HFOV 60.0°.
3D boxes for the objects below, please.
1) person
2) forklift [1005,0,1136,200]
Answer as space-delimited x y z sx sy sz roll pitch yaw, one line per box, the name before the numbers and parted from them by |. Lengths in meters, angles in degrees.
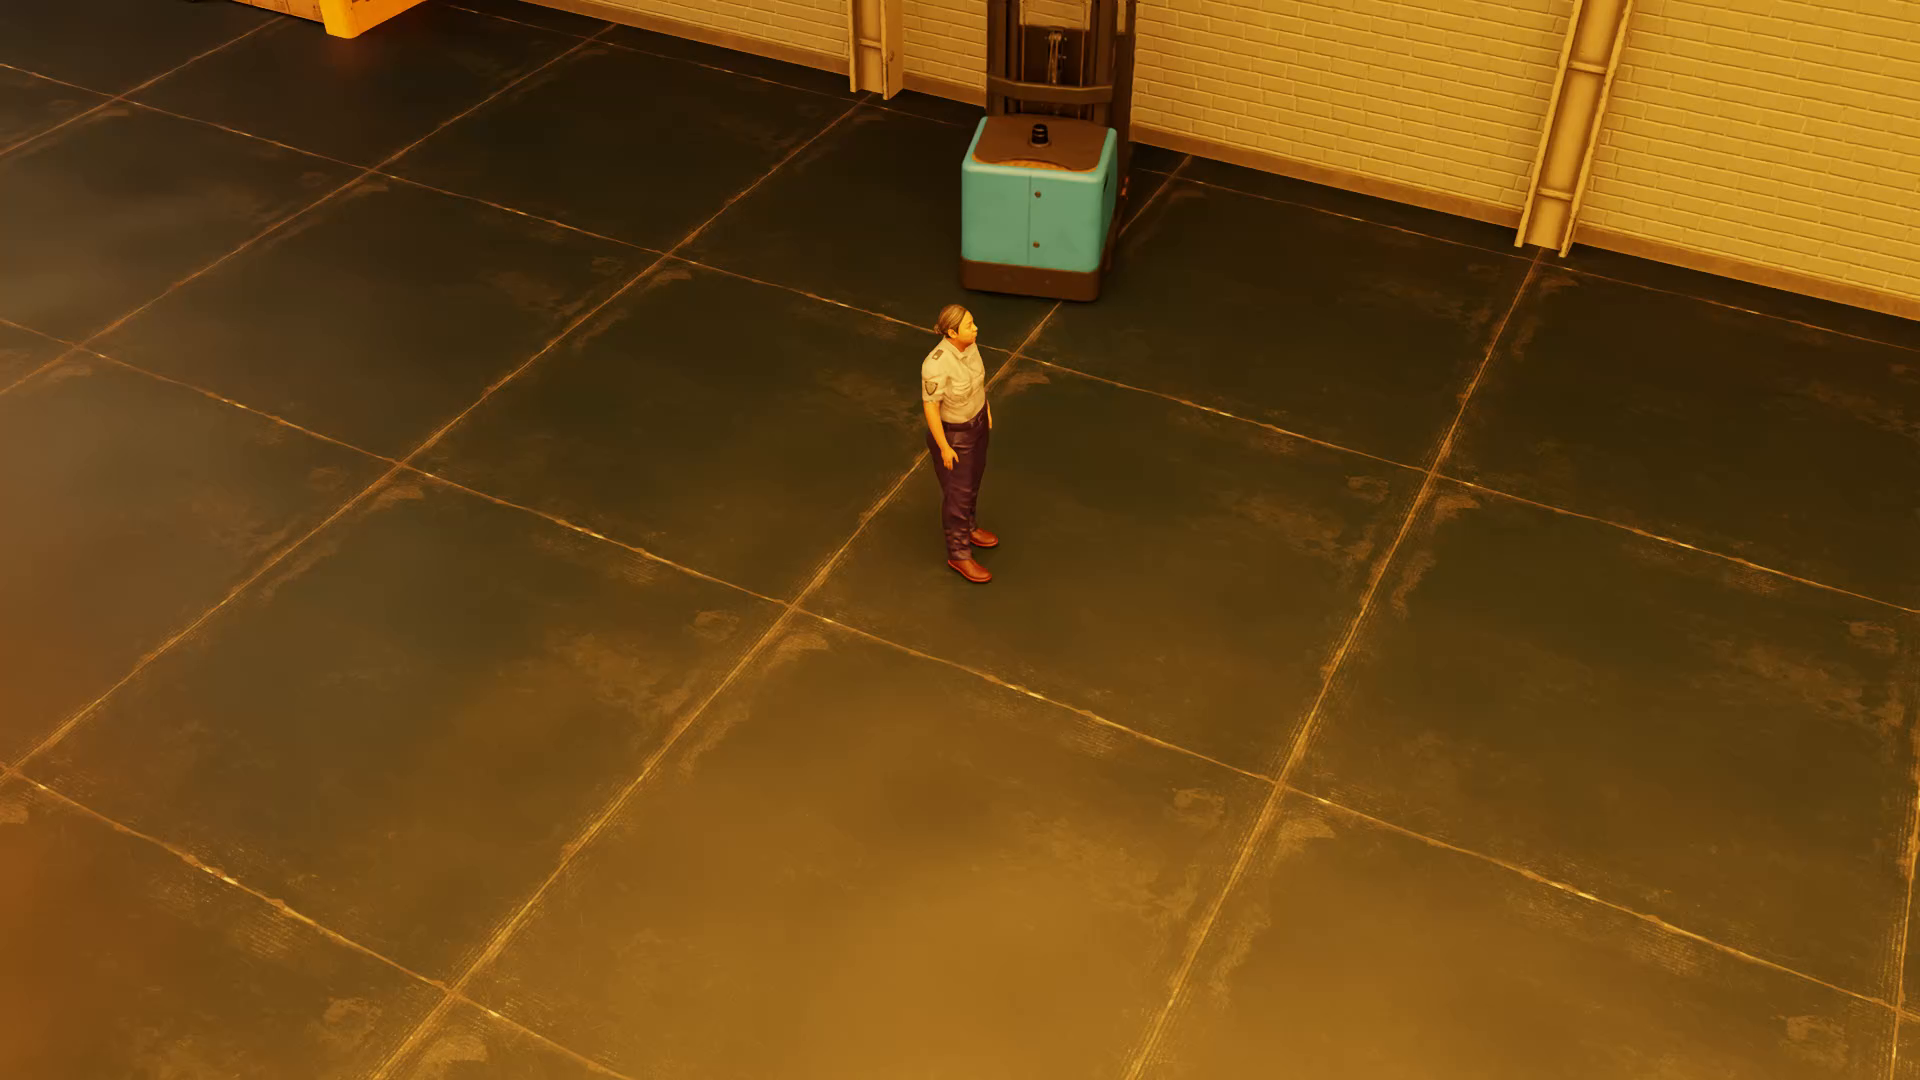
person | 0.069 -0.597 9.679 0.503 1.651 0.598 18 43 21
forklift | 0.795 -3.832 12.536 1.121 2.935 3.031 7 41 9
